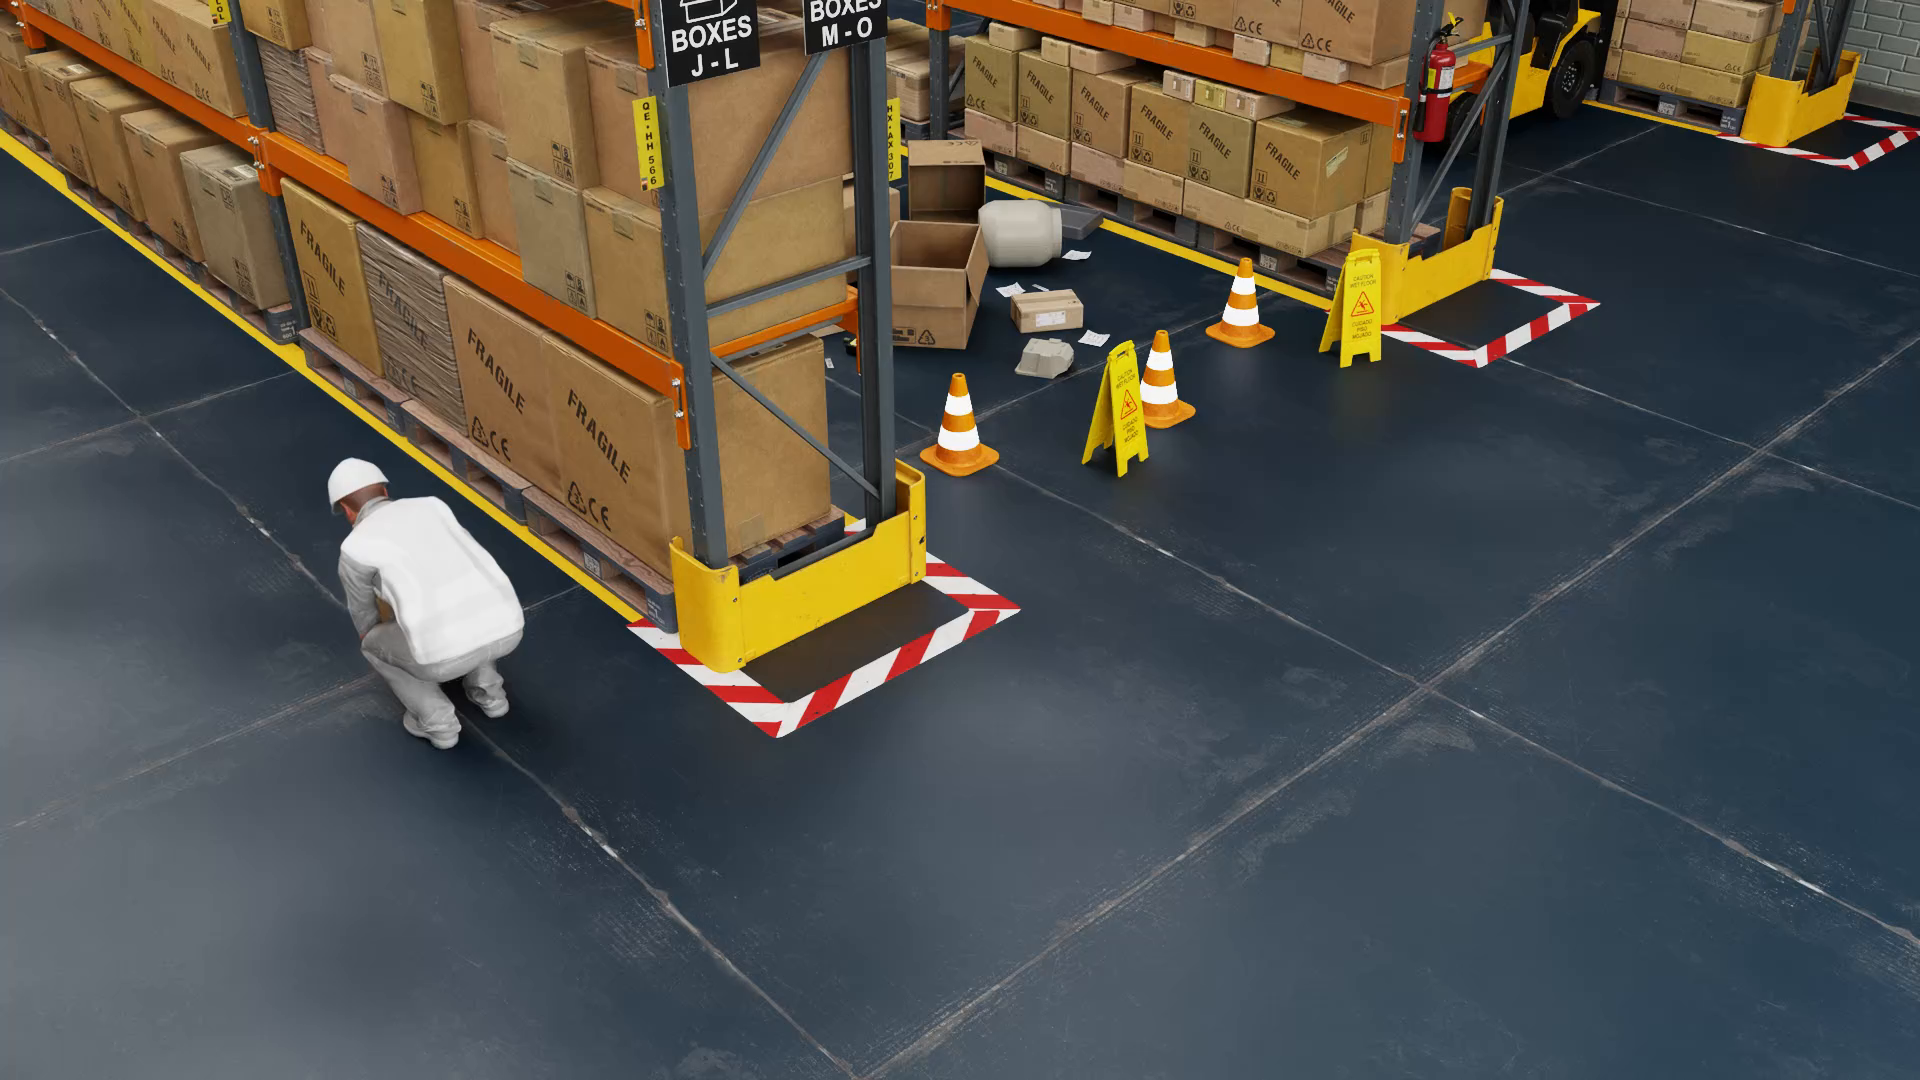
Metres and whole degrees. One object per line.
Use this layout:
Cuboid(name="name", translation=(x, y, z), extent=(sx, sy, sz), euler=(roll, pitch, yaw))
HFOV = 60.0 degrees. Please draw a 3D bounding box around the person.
Cuboid(name="person", translation=(-2.078, 0.241, 6.454), extent=(0.507, 1.015, 0.878), euler=(-27, 40, -36))
